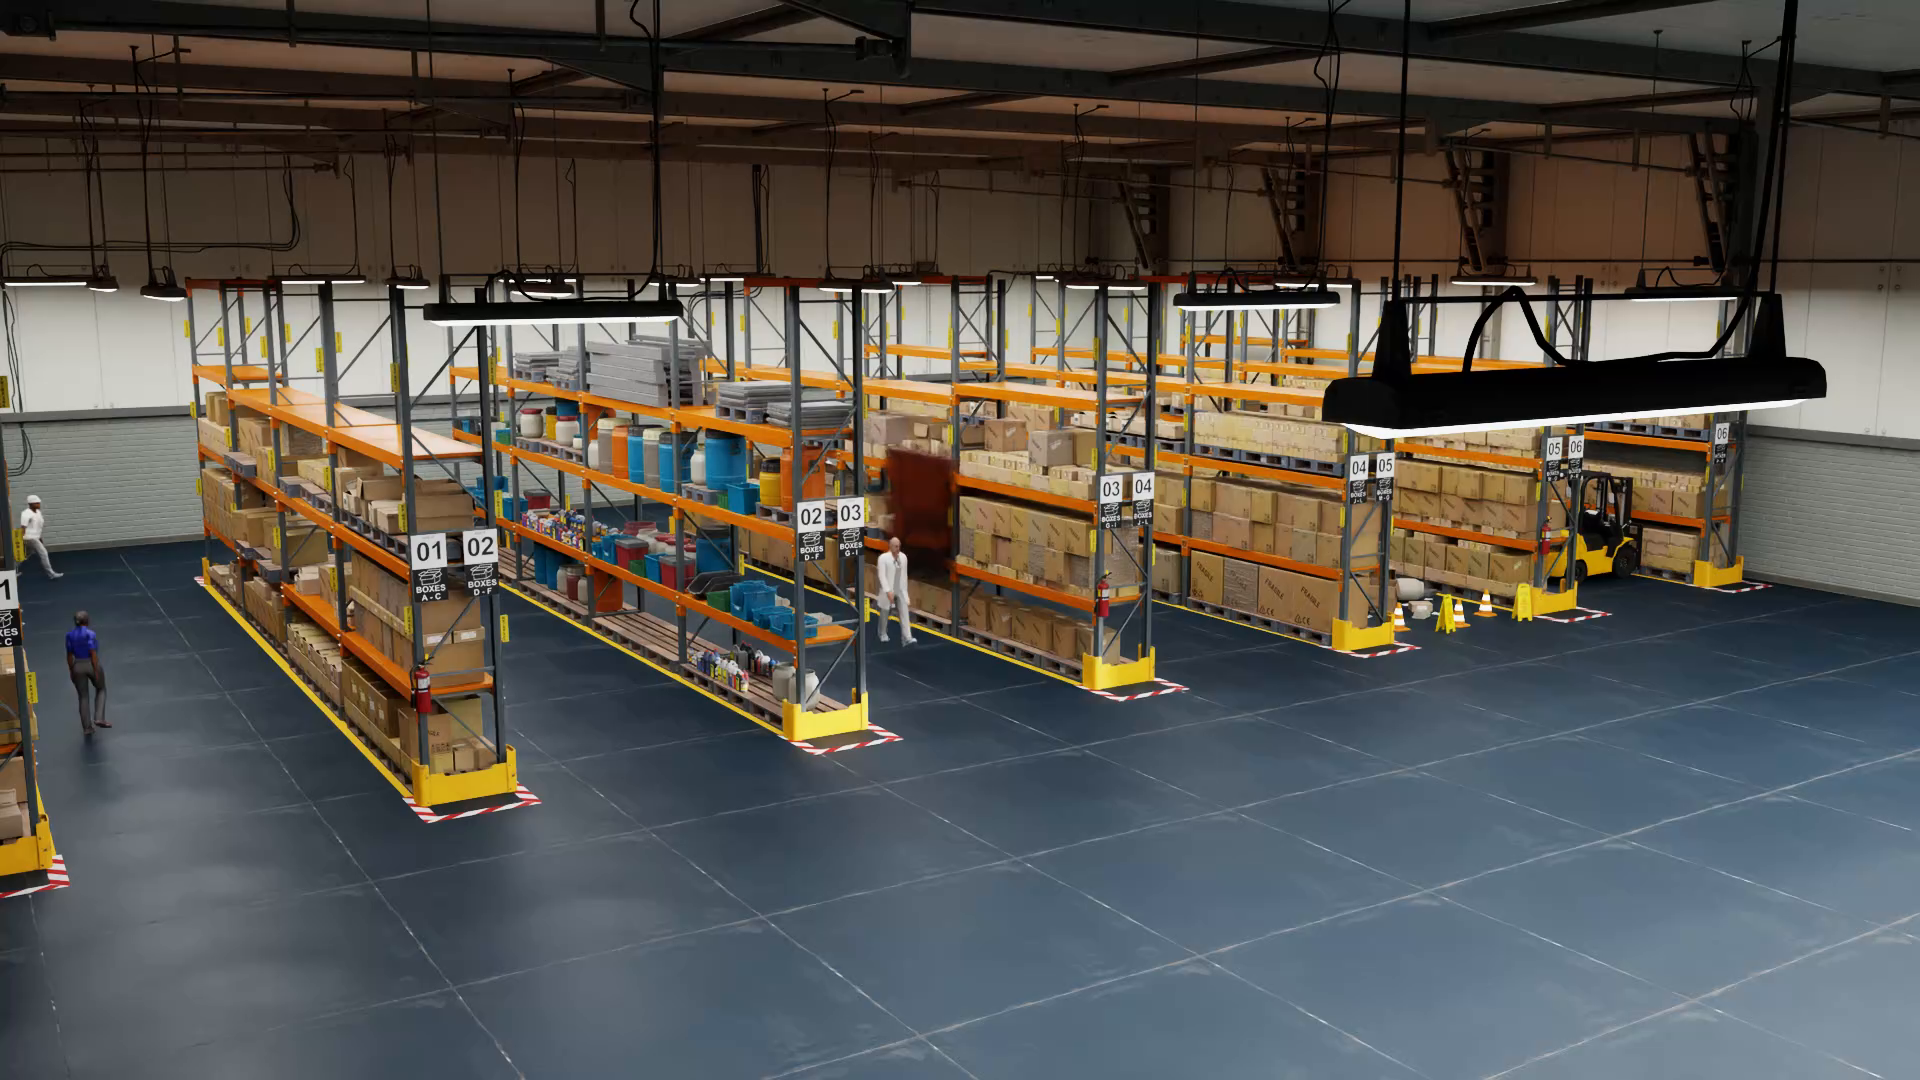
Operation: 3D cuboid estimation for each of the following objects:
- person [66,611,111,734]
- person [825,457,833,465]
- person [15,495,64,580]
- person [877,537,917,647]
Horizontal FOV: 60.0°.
[{"bbox_3d":[-11.789,1.785,22.435,0.464,1.655,0.520,-3,10,-18],"label":"person"},{"bbox_3d":[-3.386,-1.434,41.545,0.459,1.613,1.069,0,10,0],"label":"person"},{"bbox_3d":[-18.540,-0.050,33.216,1.126,1.707,0.556,-2,10,-14],"label":"person"},{"bbox_3d":[-1.013,0.825,26.253,0.566,1.729,1.192,-4,10,-23],"label":"person"}]
